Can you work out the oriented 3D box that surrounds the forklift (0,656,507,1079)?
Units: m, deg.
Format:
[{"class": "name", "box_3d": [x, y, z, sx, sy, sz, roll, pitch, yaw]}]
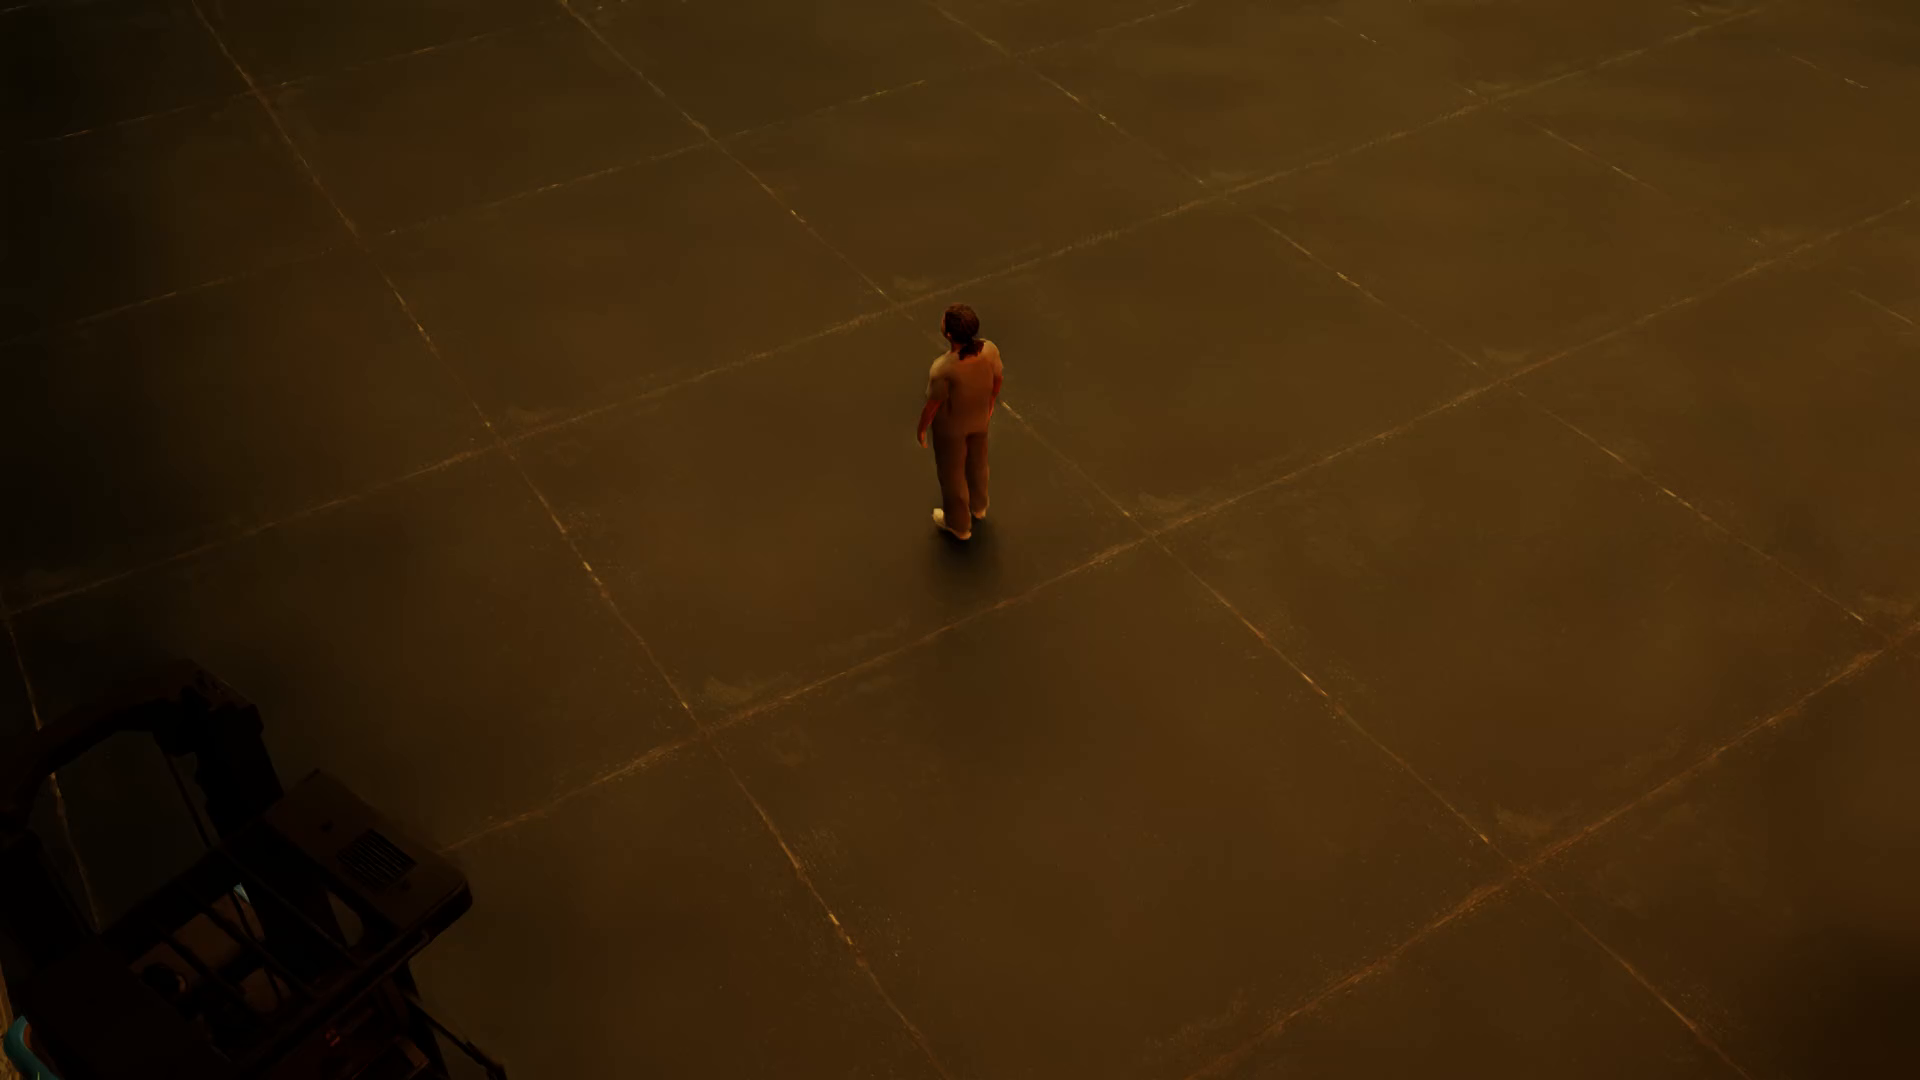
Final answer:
[{"class": "forklift", "box_3d": [-2.193, 1.915, 5.679, 3.031, 2.935, 1.130, 27, 48, 27]}]

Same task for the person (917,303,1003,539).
[{"class": "person", "box_3d": [-0.028, -0.711, 9.568, 0.550, 1.672, 0.549, -23, 46, -24]}]
